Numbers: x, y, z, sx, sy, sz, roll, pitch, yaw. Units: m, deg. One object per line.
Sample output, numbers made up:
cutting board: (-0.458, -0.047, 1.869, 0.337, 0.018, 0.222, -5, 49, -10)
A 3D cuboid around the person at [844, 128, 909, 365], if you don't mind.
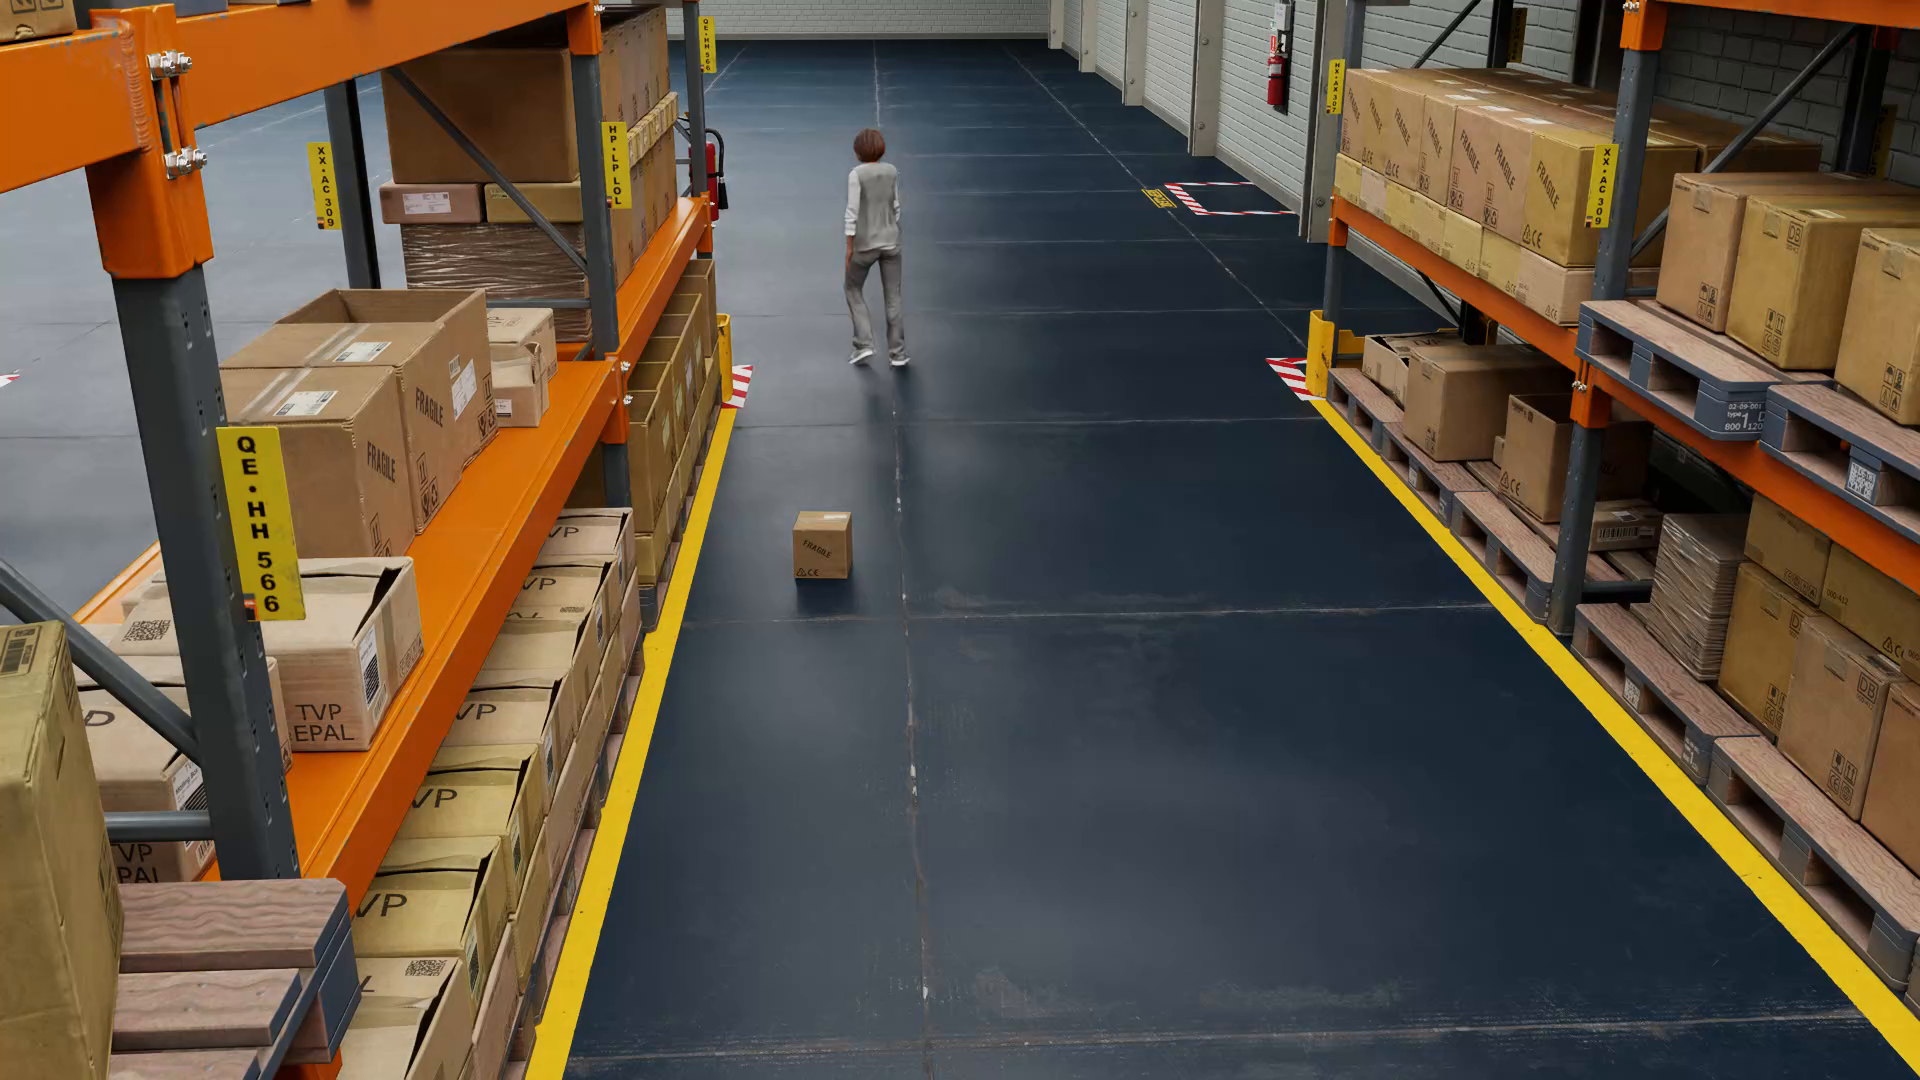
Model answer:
person: (-0.593, -1.960, 11.280, 0.474, 1.639, 0.480, -10, 23, -24)
